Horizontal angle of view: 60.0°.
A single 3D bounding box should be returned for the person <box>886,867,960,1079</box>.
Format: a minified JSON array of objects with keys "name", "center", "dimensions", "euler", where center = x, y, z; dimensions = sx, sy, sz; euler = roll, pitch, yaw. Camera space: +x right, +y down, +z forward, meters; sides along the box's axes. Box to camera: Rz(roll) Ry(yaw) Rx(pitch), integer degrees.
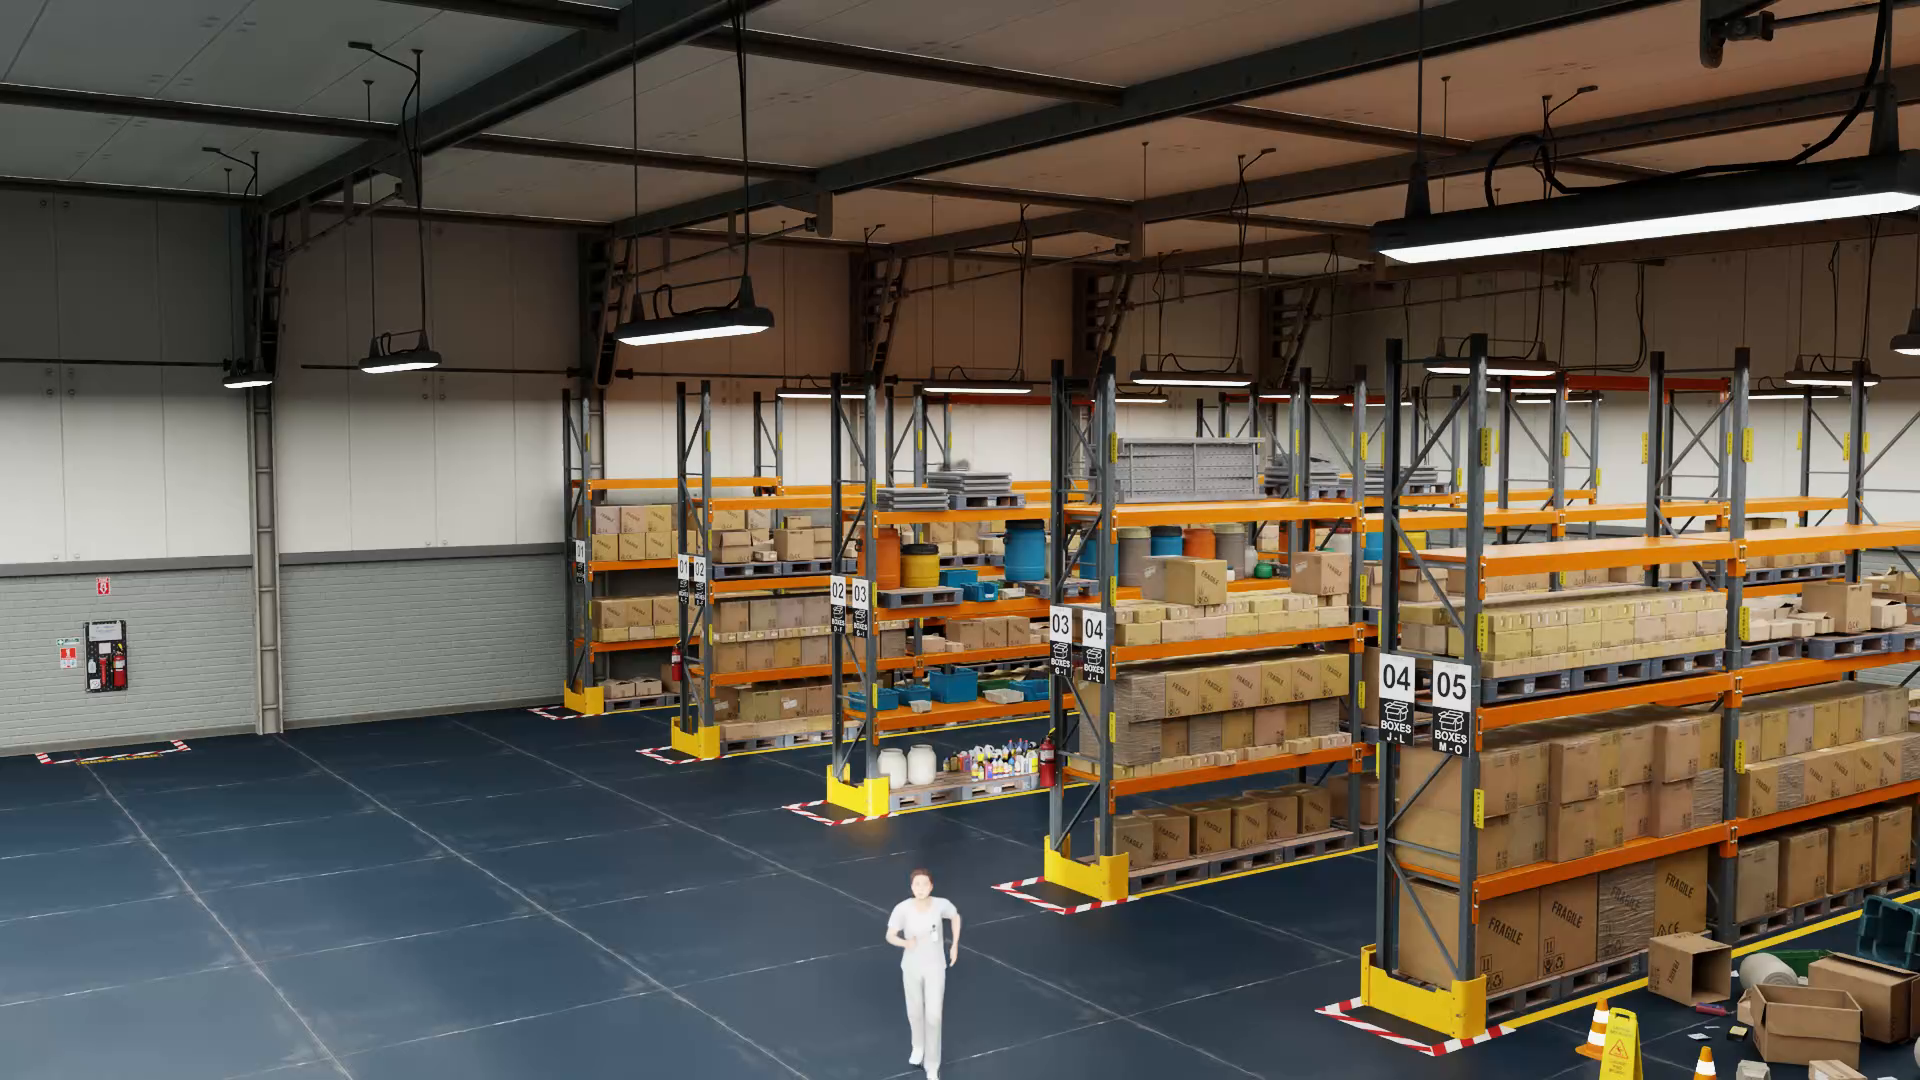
[{"name":"person","center":[-0.296,3.467,13.325],"dimensions":[0.580,1.731,0.775],"euler":[0,4,3]}]
